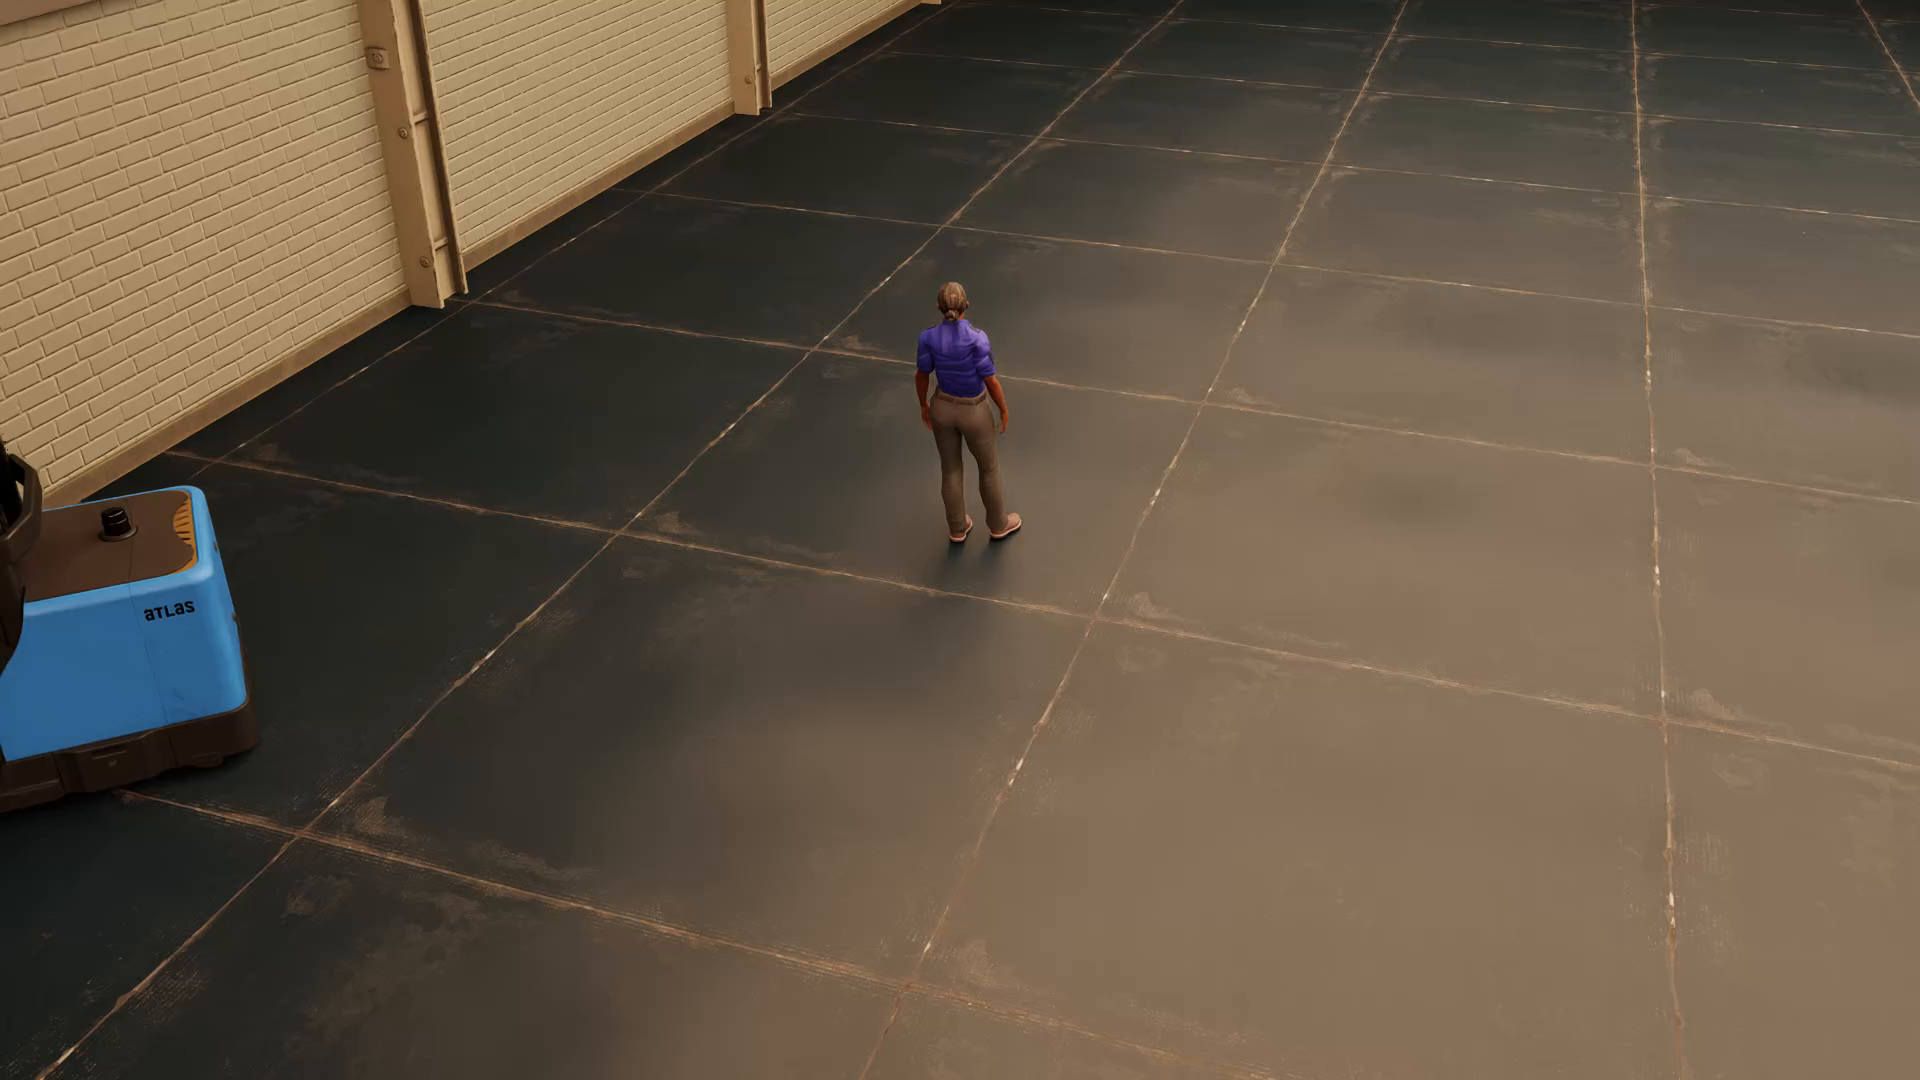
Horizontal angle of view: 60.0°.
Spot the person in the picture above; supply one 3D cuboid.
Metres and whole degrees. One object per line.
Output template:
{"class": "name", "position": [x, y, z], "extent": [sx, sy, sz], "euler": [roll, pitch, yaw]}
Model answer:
{"class": "person", "position": [0.047, -0.763, 9.749], "extent": [0.569, 1.656, 0.503], "euler": [10, 31, 16]}

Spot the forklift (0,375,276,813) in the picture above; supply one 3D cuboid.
{"class": "forklift", "position": [-4.956, -0.132, 7.369], "extent": [3.031, 2.935, 1.130], "euler": [-13, 32, -21]}
